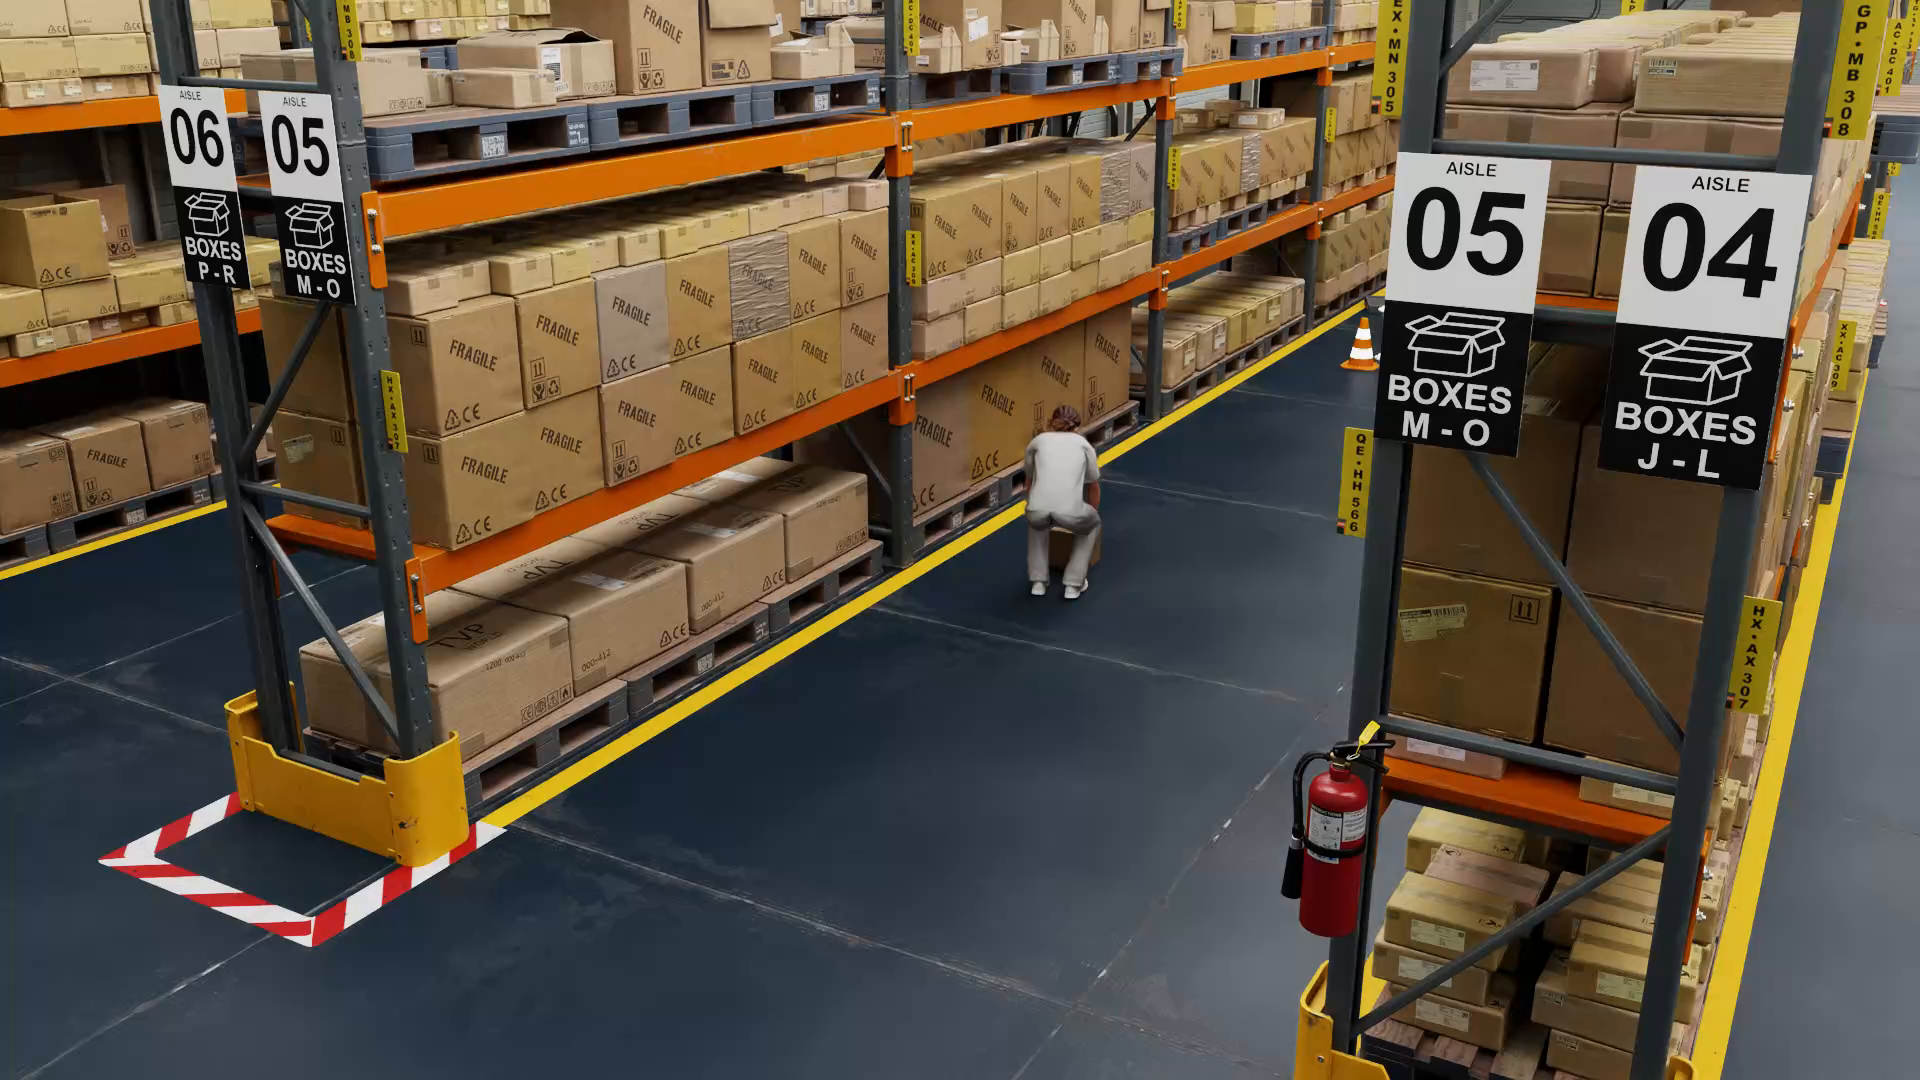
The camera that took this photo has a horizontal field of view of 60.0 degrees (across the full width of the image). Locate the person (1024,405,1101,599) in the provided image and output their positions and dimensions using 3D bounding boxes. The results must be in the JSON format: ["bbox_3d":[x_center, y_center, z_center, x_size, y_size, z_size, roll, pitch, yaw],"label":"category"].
[{"bbox_3d":[0.596,-0.229,10.120,0.492,1.075,0.764,5,20,15],"label":"person"}]
